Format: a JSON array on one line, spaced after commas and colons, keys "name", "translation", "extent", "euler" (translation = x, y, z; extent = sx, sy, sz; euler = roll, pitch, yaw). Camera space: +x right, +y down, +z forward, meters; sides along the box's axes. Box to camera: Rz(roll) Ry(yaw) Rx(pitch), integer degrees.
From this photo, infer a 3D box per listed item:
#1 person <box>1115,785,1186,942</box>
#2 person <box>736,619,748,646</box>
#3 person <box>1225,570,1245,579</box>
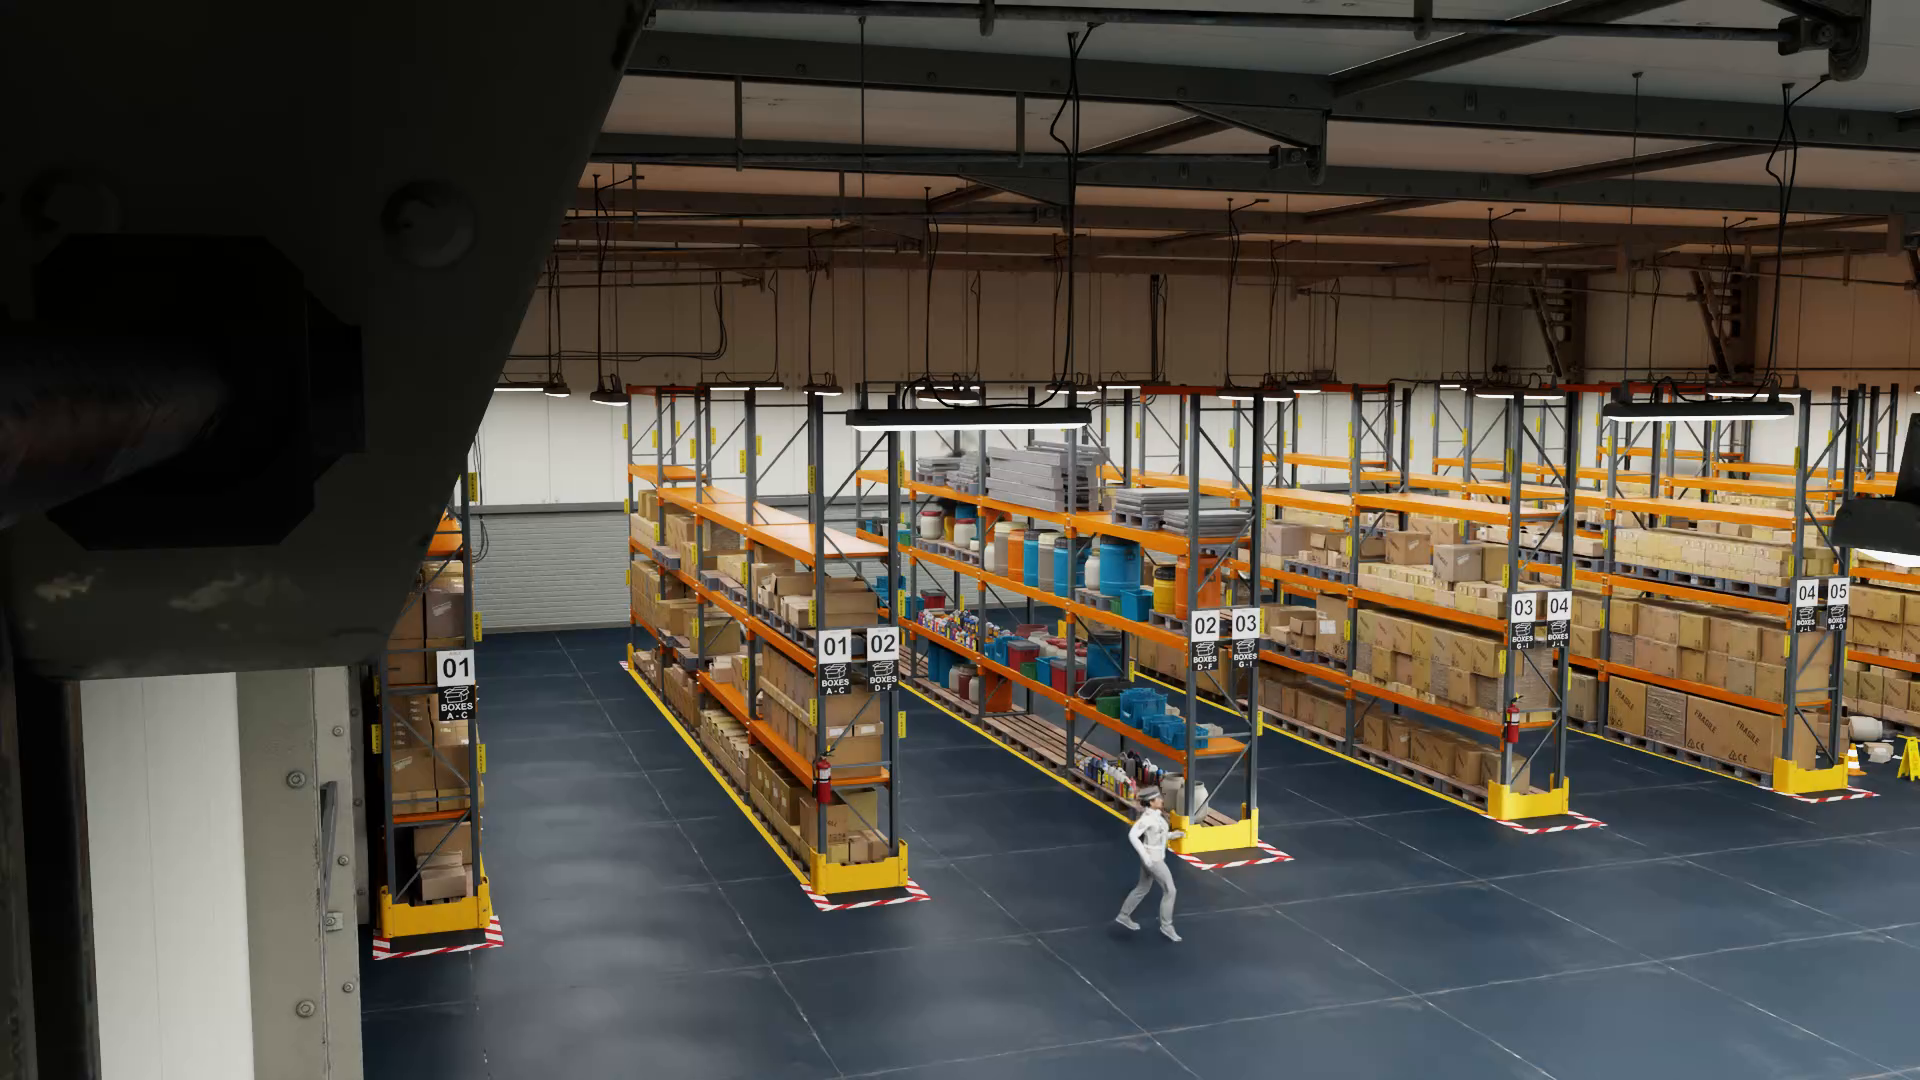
[{"name": "person", "translation": [2.125, 3.586, 18.477], "extent": [0.749, 1.748, 0.583], "euler": [1, 6, 6]}, {"name": "person", "translation": [-4.950, 1.795, 36.248], "extent": [0.674, 1.611, 0.733], "euler": [6, 8, 43]}, {"name": "person", "translation": [6.648, 1.320, 40.664], "extent": [0.643, 1.706, 0.645], "euler": [-5, 8, -40]}]
